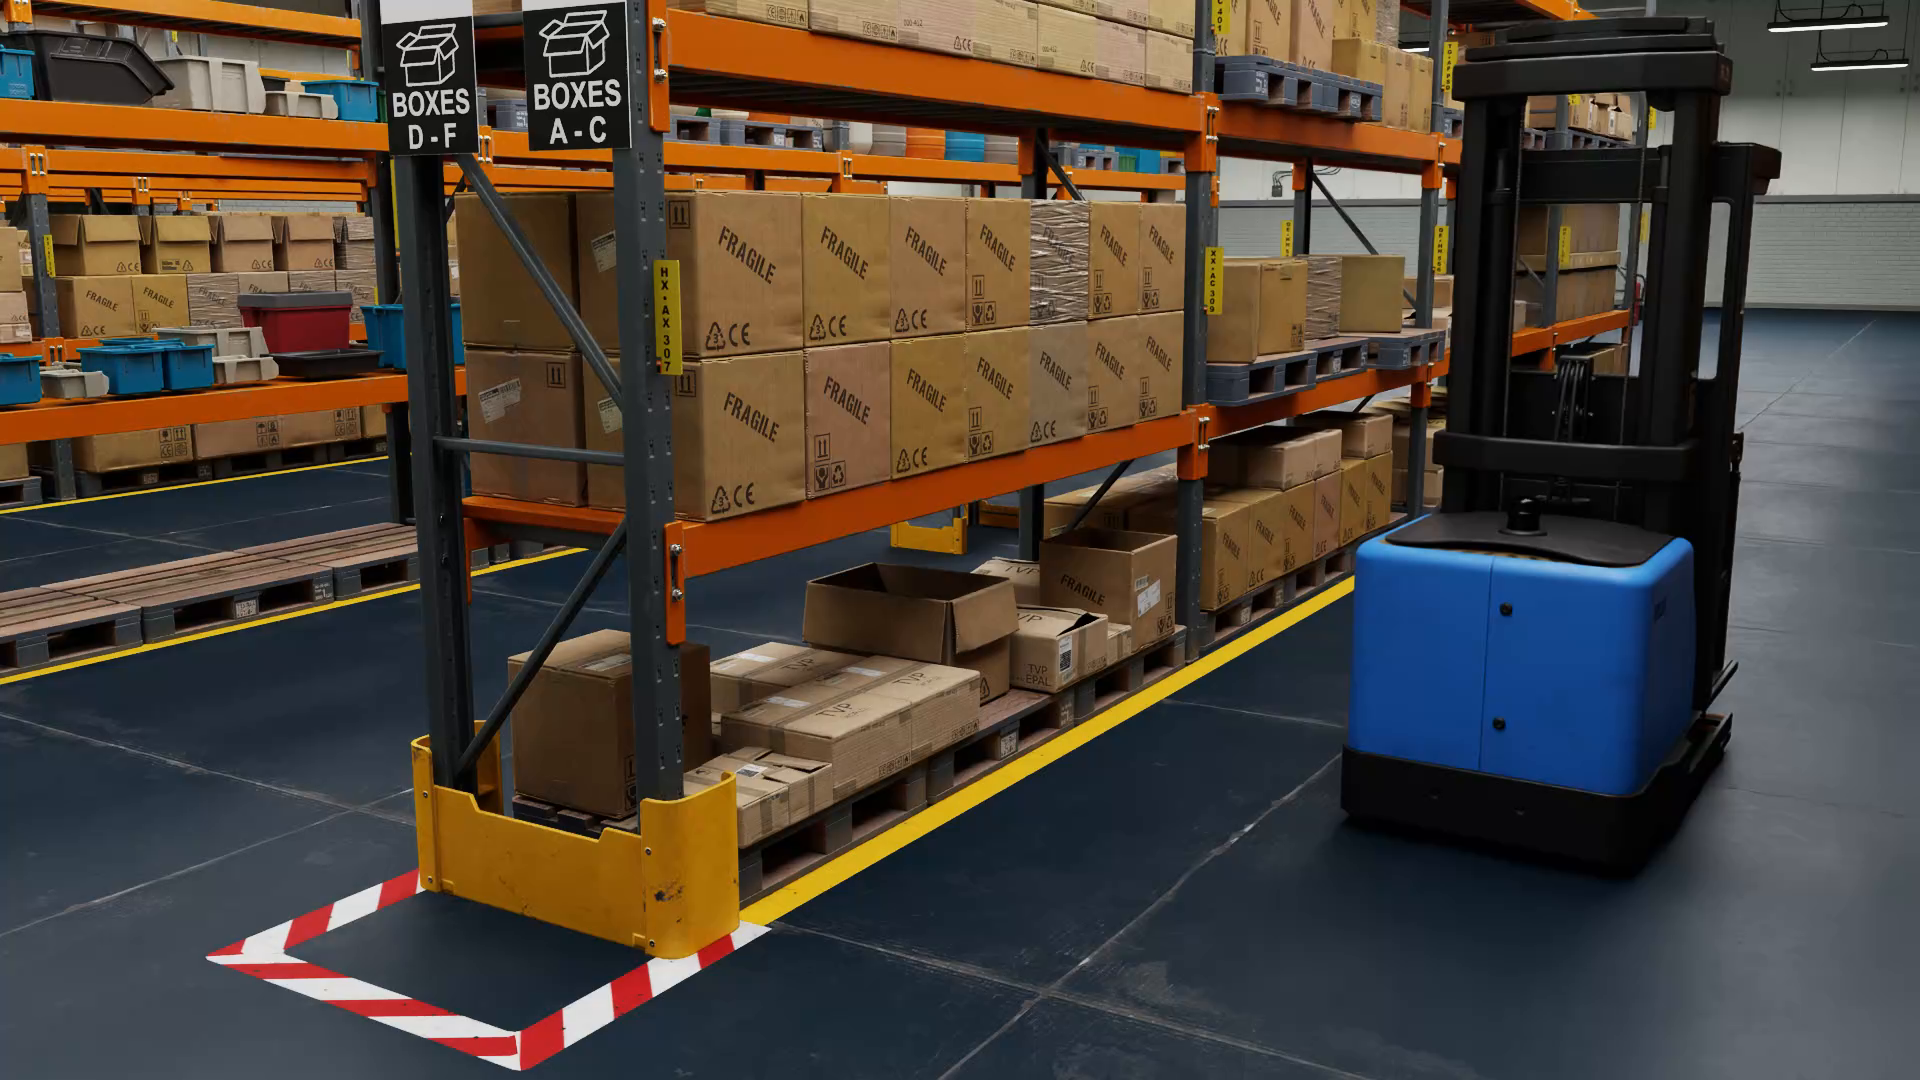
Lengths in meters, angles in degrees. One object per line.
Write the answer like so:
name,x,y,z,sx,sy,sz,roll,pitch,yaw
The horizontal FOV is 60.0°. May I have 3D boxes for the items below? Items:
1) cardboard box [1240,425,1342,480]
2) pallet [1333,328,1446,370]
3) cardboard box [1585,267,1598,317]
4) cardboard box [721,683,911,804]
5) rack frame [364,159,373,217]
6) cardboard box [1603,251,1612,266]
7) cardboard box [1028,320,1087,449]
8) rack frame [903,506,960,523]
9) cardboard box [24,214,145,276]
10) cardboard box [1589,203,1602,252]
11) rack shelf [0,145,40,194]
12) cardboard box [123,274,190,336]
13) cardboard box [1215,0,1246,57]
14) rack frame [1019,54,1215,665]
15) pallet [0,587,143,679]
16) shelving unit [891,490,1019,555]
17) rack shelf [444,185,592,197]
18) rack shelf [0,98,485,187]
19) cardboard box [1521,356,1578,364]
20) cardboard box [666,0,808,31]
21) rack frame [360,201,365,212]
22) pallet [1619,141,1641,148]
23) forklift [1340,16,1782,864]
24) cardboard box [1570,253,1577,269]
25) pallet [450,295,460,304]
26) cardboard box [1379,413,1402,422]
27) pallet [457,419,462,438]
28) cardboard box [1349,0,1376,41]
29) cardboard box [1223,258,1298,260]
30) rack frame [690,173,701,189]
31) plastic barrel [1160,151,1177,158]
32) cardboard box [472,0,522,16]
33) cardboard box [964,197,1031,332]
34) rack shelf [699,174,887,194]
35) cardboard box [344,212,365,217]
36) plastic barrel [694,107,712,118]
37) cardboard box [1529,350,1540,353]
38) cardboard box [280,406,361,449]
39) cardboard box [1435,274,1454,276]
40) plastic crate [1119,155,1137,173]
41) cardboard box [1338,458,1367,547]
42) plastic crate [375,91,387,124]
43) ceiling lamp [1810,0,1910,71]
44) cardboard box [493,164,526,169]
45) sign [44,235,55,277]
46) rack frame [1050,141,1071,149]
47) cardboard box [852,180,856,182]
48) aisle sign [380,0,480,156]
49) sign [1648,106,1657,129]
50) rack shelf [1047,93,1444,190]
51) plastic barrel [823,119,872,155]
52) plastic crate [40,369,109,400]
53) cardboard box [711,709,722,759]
cardboard box,2.010,-0.539,10.158,0.500,0.250,0.500,6,12,30
pallet,2.556,-1.316,11.266,1.213,0.211,1.003,6,12,31
cardboard box,6.217,-2.598,17.322,0.700,0.500,0.500,6,12,31
cardboard box,-0.521,0.733,6.078,0.500,0.250,0.500,6,12,31
rack frame,-5.617,-2.470,16.912,1.000,3.000,0.127,6,12,31
cardboard box,6.698,-2.990,17.652,0.380,0.149,0.250,6,12,30
cardboard box,0.200,-0.678,7.067,0.500,0.500,0.500,7,13,32
rack frame,-0.220,-0.671,11.375,0.500,1.500,0.032,6,12,31
cardboard box,-7.369,-2.485,13.991,0.797,0.503,0.637,6,12,29
cardboard box,6.191,-3.225,17.147,0.700,0.500,0.500,6,12,31
rack shelf,-8.732,-2.647,11.662,1.077,0.370,4.000,6,12,31
cardboard box,-6.981,-2.018,14.224,0.500,0.500,0.500,6,12,31
cardboard box,1.096,-2.745,8.546,0.600,0.600,0.600,5,12,25
rack frame,0.771,-0.894,8.494,1.000,3.000,0.127,6,12,31
pallet,-5.076,0.506,8.594,1.003,0.211,1.213,6,12,31
shelving unit,0.040,-0.749,11.795,0.587,1.500,1.083,6,12,31
rack shelf,-6.688,-5.024,24.359,1.077,0.370,4.000,6,12,31
rack shelf,-4.499,-2.174,9.134,1.077,0.370,4.000,6,12,31
cardboard box,5.686,-1.498,16.013,0.500,0.500,0.500,6,12,31
cardboard box,-0.822,-1.722,5.173,0.500,0.250,0.500,6,12,31
rack frame,-9.933,-4.675,28.690,1.000,3.000,0.127,6,12,31
pallet,6.612,-4.104,17.726,1.003,0.211,1.213,6,12,31
forklift,2.639,-0.553,6.856,1.130,2.935,3.031,7,13,32
cardboard box,5.759,-2.705,16.131,0.380,0.149,0.250,6,12,29
pallet,-5.338,-2.498,17.583,1.213,0.211,1.003,6,12,31
cardboard box,3.173,-0.842,13.022,0.500,0.311,0.500,6,12,30
pallet,-5.210,-1.222,17.825,1.003,0.211,1.213,6,12,31
cardboard box,2.351,-3.390,10.685,0.500,0.500,0.500,6,12,31
cardboard box,1.636,-1.434,9.961,0.700,0.500,0.500,3,11,16
rack frame,-3.540,-3.099,20.273,1.000,3.000,0.127,6,12,31
plastic barrel,2.286,-4.837,19.751,0.600,0.588,0.600,0,11,0
cardboard box,-1.264,-1.772,5.437,0.500,0.250,0.500,6,12,31
cardboard box,-0.058,-1.091,6.558,0.500,0.500,0.500,6,12,30
rack shelf,-2.502,-4.535,21.743,1.077,0.370,4.000,6,12,31
cardboard box,-10.281,-5.182,27.600,0.700,0.500,0.500,7,12,31
plastic barrel,-2.130,-3.457,13.312,0.294,0.245,0.294,0,11,0
cardboard box,5.752,-1.706,17.124,0.500,0.500,0.500,6,12,31
cardboard box,-6.462,-1.386,15.755,1.225,0.875,0.875,6,12,31
cardboard box,4.238,-1.999,14.126,0.500,0.500,0.500,7,13,35
plastic crate,1.745,-4.219,18.675,0.336,0.188,0.450,6,12,31
cardboard box,2.294,-0.260,10.703,0.500,0.500,0.500,6,12,29
plastic crate,-3.422,-2.643,10.258,0.450,0.188,0.662,6,12,31
ceiling lamp,20.942,-12.518,38.418,2.000,3.185,0.800,6,12,31
cardboard box,-4.888,-4.001,17.346,0.500,0.250,0.500,7,13,32
sign,-7.218,-2.253,13.183,0.100,0.325,0.005,6,12,31
rack frame,0.693,-5.575,17.193,1.000,3.000,0.127,6,12,31
cardboard box,-1.753,-4.950,22.415,0.500,0.250,0.500,6,12,31
aisle sign,-1.603,-1.561,4.993,0.394,0.787,0.004,6,12,31
sign,7.458,-4.598,17.936,0.100,0.325,0.005,6,12,31
rack shelf,1.809,-2.330,9.964,1.077,0.370,4.000,6,12,31
plastic barrel,-0.961,-3.546,14.203,0.421,0.512,0.421,0,11,0
plastic crate,-4.538,-0.795,8.519,0.250,0.136,0.298,6,12,31
cardboard box,-0.947,0.747,6.230,0.380,0.166,0.250,6,12,31
